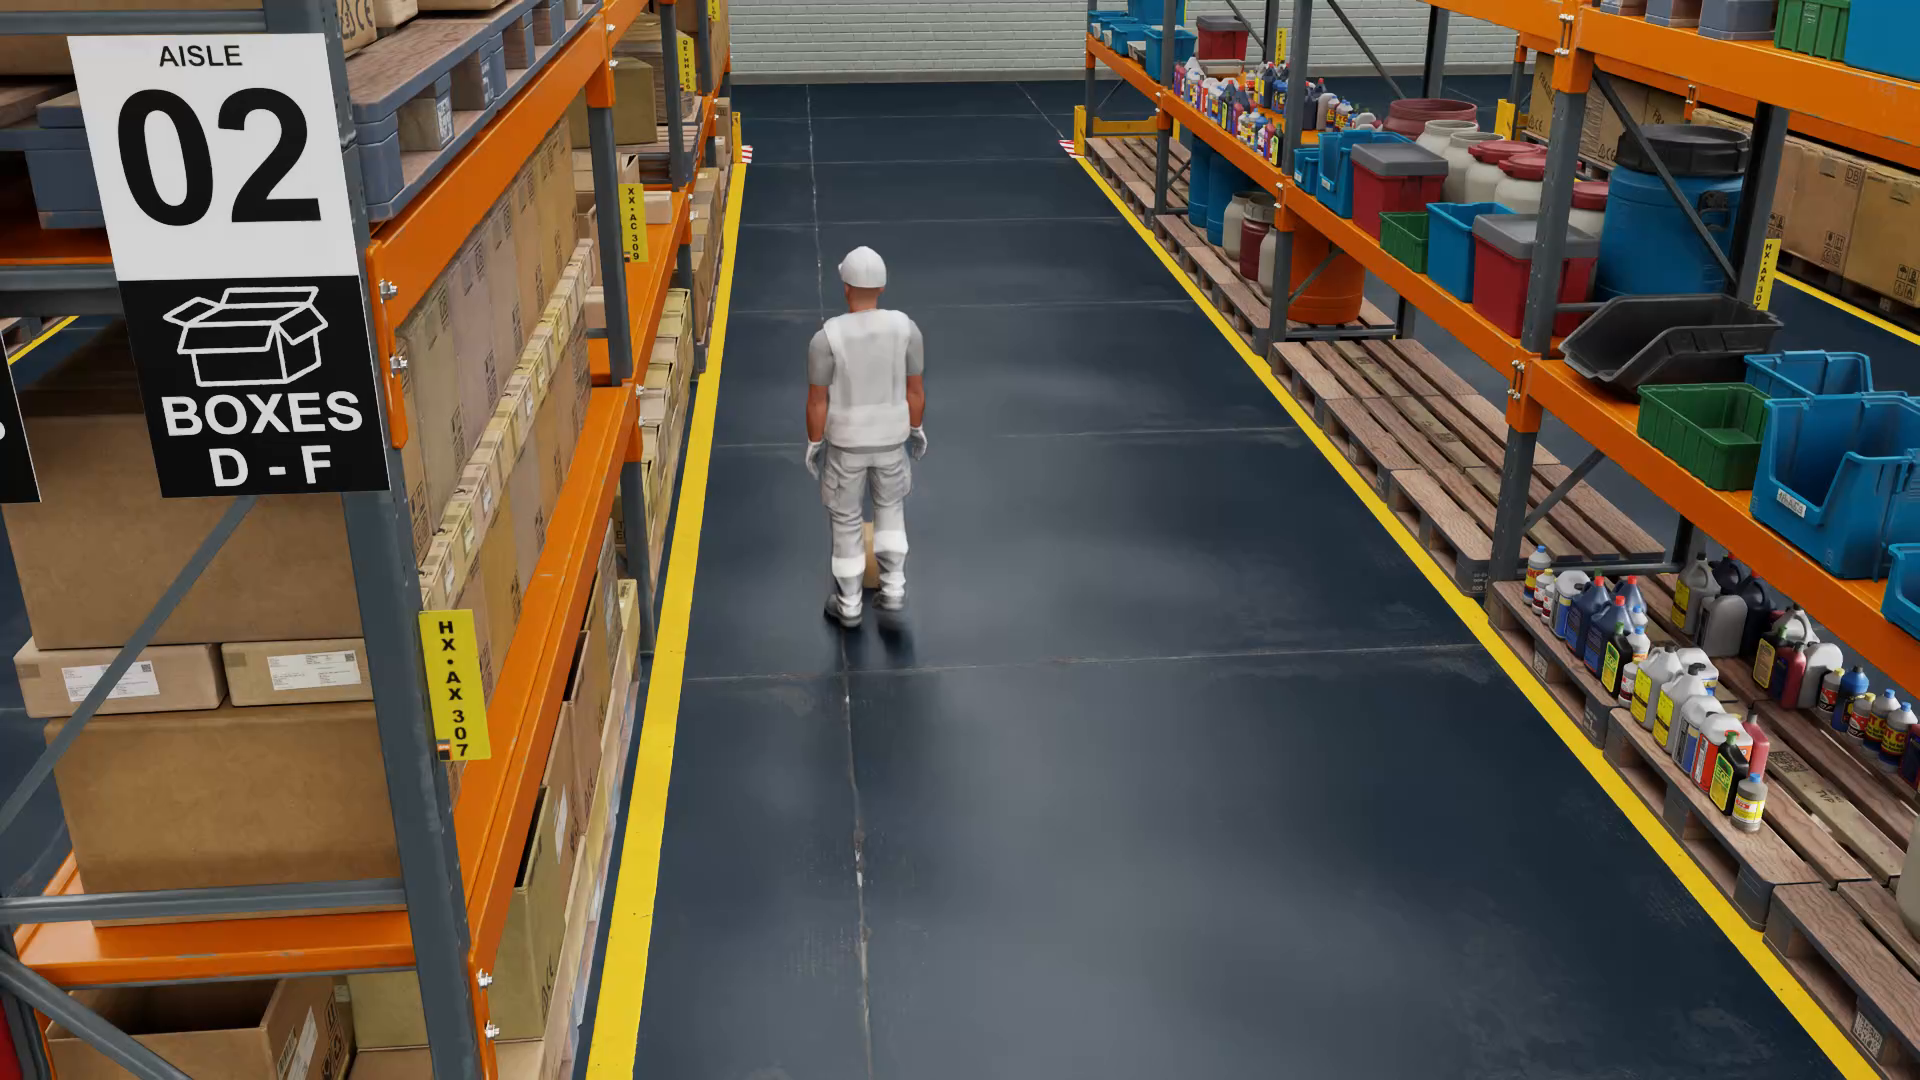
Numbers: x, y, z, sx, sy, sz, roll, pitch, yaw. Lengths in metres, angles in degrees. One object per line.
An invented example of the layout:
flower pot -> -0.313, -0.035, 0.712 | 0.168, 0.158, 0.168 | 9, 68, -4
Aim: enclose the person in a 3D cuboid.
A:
person -> -0.420, -0.448, 7.556 | 0.579, 1.793, 0.443 | -7, 24, -15
